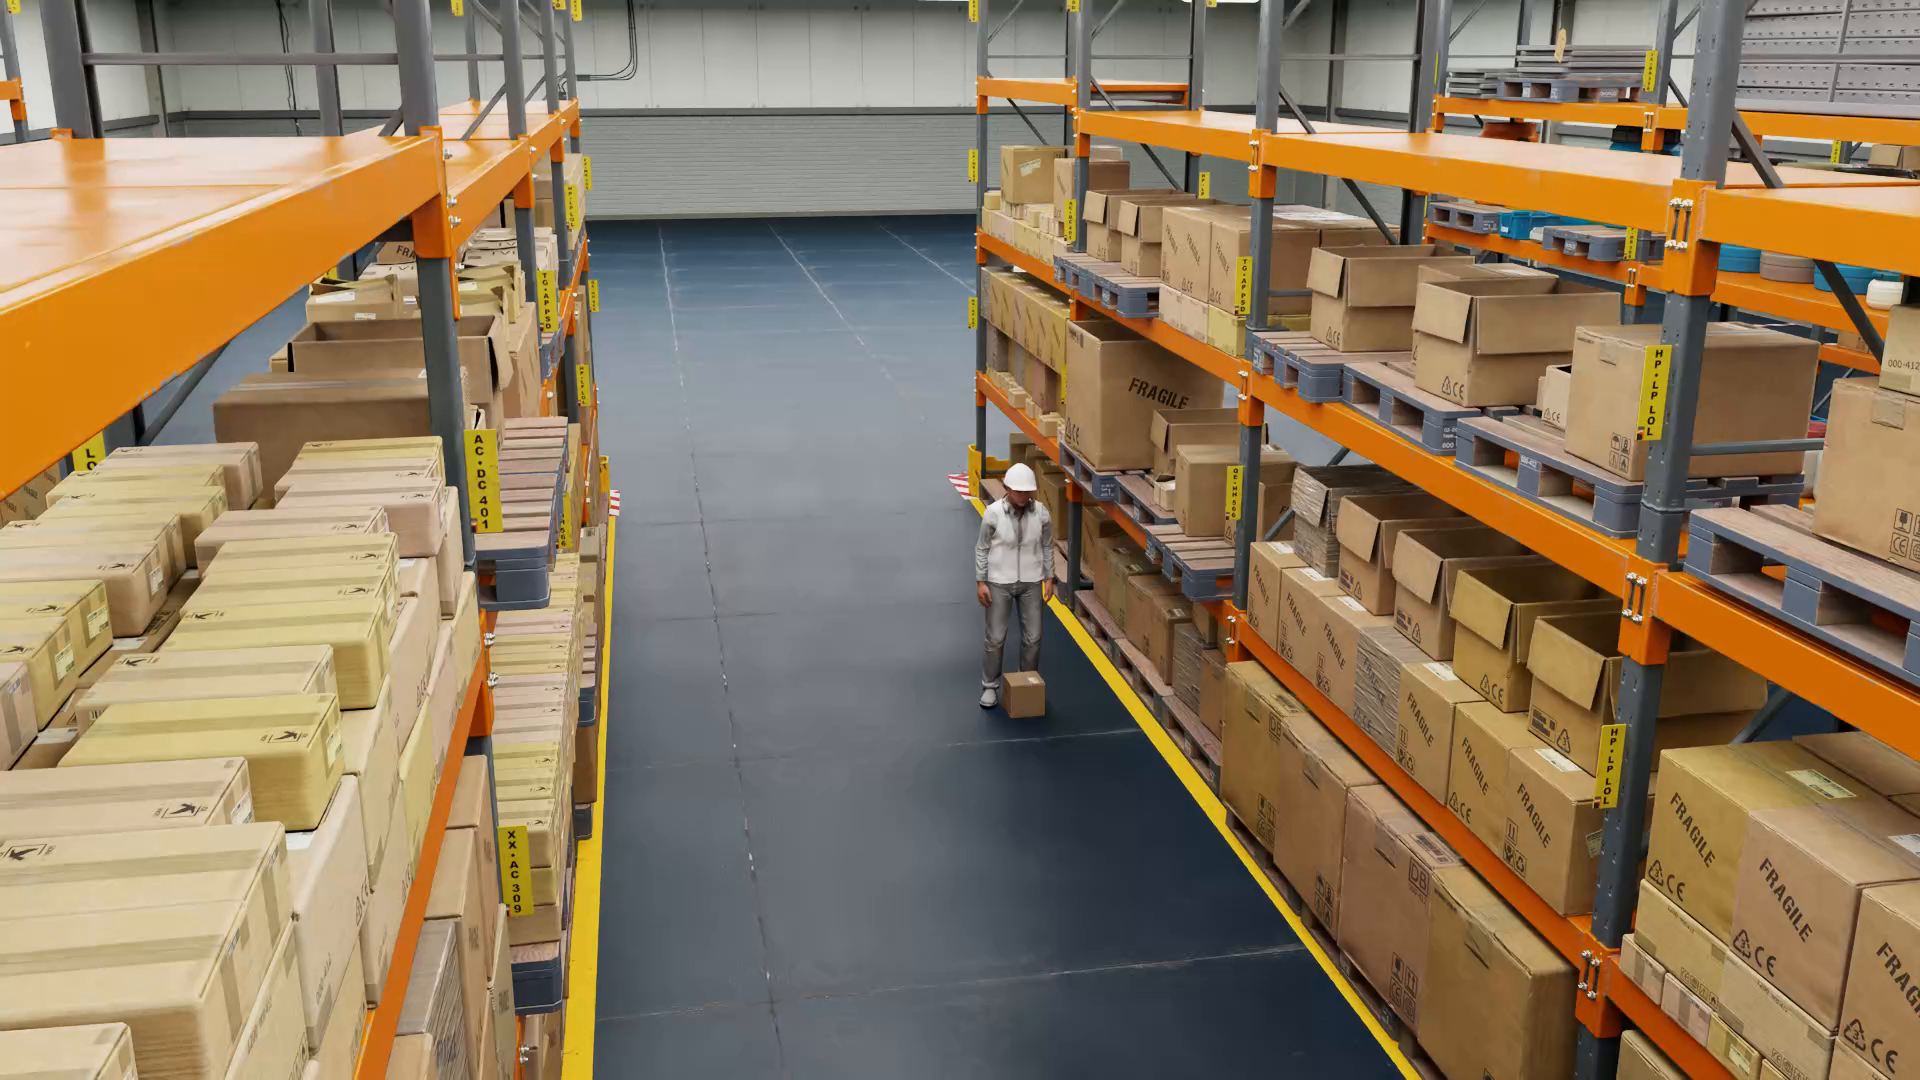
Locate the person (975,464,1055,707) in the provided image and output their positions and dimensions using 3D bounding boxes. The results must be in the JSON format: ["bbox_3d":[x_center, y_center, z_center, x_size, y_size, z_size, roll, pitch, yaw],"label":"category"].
[{"bbox_3d":[0.396,0.306,11.936,0.581,1.772,0.460,-3,16,-10],"label":"person"}]
